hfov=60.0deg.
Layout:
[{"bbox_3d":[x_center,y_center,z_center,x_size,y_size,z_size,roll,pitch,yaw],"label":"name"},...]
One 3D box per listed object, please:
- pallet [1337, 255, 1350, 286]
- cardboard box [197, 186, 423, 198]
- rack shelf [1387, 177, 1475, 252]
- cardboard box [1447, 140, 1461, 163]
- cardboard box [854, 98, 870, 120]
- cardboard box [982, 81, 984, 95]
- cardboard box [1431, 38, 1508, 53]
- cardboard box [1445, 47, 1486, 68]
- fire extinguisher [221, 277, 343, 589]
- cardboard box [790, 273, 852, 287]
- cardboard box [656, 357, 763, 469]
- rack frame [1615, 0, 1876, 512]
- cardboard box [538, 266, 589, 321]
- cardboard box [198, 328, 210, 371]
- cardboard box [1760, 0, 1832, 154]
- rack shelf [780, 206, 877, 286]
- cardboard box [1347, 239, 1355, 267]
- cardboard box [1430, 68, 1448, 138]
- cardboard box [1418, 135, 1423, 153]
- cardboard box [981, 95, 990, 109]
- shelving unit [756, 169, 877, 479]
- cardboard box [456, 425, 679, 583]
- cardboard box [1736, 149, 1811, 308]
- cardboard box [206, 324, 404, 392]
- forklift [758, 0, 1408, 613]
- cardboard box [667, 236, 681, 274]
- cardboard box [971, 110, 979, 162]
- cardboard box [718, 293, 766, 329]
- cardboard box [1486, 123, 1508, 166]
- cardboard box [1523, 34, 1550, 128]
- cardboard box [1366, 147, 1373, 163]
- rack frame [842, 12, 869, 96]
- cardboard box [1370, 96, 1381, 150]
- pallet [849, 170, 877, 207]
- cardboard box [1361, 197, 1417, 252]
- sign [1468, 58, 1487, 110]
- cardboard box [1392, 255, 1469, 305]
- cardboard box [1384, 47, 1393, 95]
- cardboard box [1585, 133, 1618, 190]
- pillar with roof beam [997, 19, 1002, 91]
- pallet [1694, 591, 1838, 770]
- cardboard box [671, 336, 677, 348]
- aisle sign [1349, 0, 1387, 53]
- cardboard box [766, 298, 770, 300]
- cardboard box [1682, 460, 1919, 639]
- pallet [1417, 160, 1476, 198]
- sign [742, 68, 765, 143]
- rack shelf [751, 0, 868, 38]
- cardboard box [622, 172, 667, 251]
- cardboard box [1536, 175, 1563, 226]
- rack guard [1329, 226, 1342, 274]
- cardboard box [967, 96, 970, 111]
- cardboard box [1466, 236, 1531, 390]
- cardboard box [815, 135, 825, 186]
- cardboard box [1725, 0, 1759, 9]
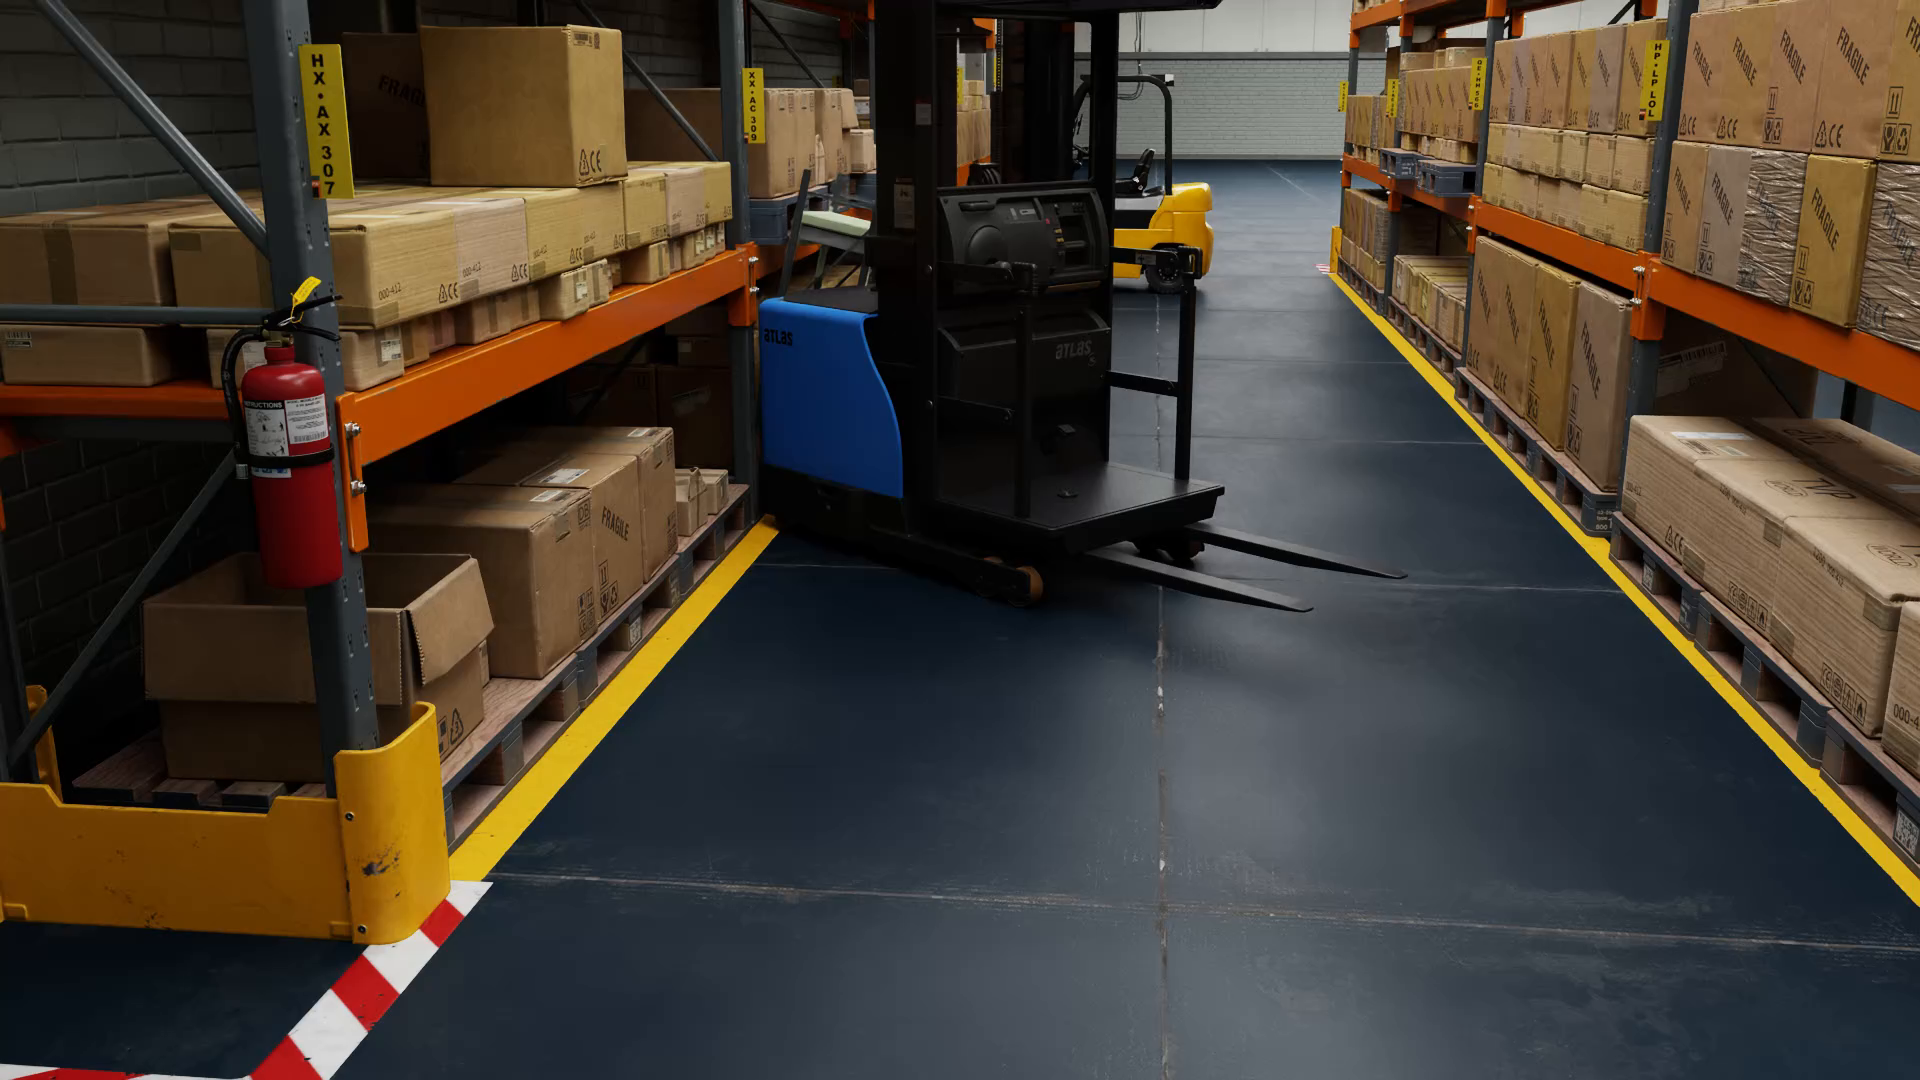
[{"bbox_3d":[4.683,-2.935,18.113,1.003,0.211,1.213,2,15,6],"label":"pallet"},{"bbox_3d":[-2.012,-0.966,5.207,0.500,0.250,0.500,2,15,8],"label":"cardboard box"},{"bbox_3d":[4.141,-2.607,12.936,1.077,0.370,4.000,2,15,6],"label":"rack shelf"},{"bbox_3d":[3.661,-2.747,11.753,0.380,0.149,0.250,2,15,6],"label":"cardboard box"},{"bbox_3d":[-0.689,-3.016,11.637,0.380,0.149,0.250,2,15,8],"label":"cardboard box"},{"bbox_3d":[0.055,-4.928,18.137,0.380,0.149,0.250,2,15,8],"label":"cardboard box"},{"bbox_3d":[4.632,-4.255,14.976,0.700,0.500,0.500,2,15,6],"label":"cardboard box"},{"bbox_3d":[3.820,-3.576,12.332,0.380,0.149,0.250,1,15,4],"label":"cardboard box"},{"bbox_3d":[-1.477,-0.237,3.655,0.296,0.674,0.183,2,15,6],"label":"fire extinguisher"},{"bbox_3d":[-0.895,-1.616,10.633,0.380,0.149,0.250,1,15,4],"label":"cardboard box"},{"bbox_3d":[-1.190,-0.658,8.335,0.500,0.500,0.500,2,15,9],"label":"cardboard box"},{"bbox_3d":[3.464,-1.398,7.087,1.000,3.000,0.127,2,15,6],"label":"rack frame"},{"bbox_3d":[-1.415,-0.795,5.336,0.380,0.149,0.250,1,15,5],"label":"cardboard box"},{"bbox_3d":[-2.059,-0.543,4.404,0.380,0.149,0.250,2,15,8],"label":"cardboard box"},{"bbox_3d":[3.037,-1.550,5.539,0.500,0.500,0.500,2,15,7],"label":"cardboard box"},{"bbox_3d":[-0.566,-1.420,8.217,0.431,0.370,0.720,15,13,5],"label":"rack shelf"},{"bbox_3d":[4.387,-3.053,17.669,0.500,0.250,0.500,2,15,8],"label":"cardboard box"},{"bbox_3d":[3.794,-3.222,12.264,0.500,0.500,0.500,1,15,2],"label":"cardboard box"},{"bbox_3d":[3.927,-3.215,13.482,0.380,0.149,0.250,2,15,7],"label":"cardboard box"},{"bbox_3d":[0.125,-4.852,18.425,0.380,0.149,0.250,2,15,7],"label":"cardboard box"},{"bbox_3d":[-0.654,-1.049,8.302,0.431,1.500,0.755,15,13,5],"label":"shelving unit"},{"bbox_3d":[-1.504,-0.148,6.446,0.700,0.500,0.500,1,15,4],"label":"cardboard box"},{"bbox_3d":[3.027,-1.073,5.694,0.500,0.500,0.500,2,15,7],"label":"cardboard box"},{"bbox_3d":[-1.610,-0.462,4.105,0.380,0.149,0.250,2,15,6],"label":"cardboard box"},{"bbox_3d":[0.427,-1.296,6.840,1.130,2.935,3.031,-14,20,-41],"label":"forklift"},{"bbox_3d":[-1.323,-1.129,6.571,0.380,0.149,0.250,2,15,8],"label":"cardboard box"},{"bbox_3d":[-0.080,-4.171,17.149,0.500,0.500,0.500,2,15,7],"label":"cardboard box"},{"bbox_3d":[-1.182,-1.150,8.341,0.380,0.149,0.250,1,15,4],"label":"cardboard box"},{"bbox_3d":[3.613,-2.481,10.419,0.500,0.250,0.500,2,15,6],"label":"cardboard box"},{"bbox_3d":[3.497,-2.583,9.362,0.500,0.500,0.500,2,15,8],"label":"cardboard box"},{"bbox_3d":[4.263,-3.841,16.602,0.380,0.149,0.250,2,15,7],"label":"cardboard box"},{"bbox_3d":[-0.566,-3.618,15.297,1.000,3.000,0.127,2,15,6],"label":"rack frame"},{"bbox_3d":[4.275,-4.056,16.154,0.500,0.500,0.500,2,15,8],"label":"cardboard box"},{"bbox_3d":[-1.024,-2.311,10.828,1.213,0.211,1.003,2,15,6],"label":"pallet"},{"bbox_3d":[4.279,-3.136,16.541,0.500,0.500,0.500,3,15,9],"label":"cardboard box"},{"bbox_3d":[3.375,-2.970,10.833,0.100,0.325,0.005,2,15,6],"label":"sign"},{"bbox_3d":[4.310,-2.271,14.545,0.950,0.372,0.625,2,15,7],"label":"cardboard box"},{"bbox_3d":[4.977,-5.046,17.901,0.700,0.500,0.500,1,15,5],"label":"cardboard box"},{"bbox_3d":[3.321,-1.819,7.971,0.500,0.250,0.500,2,15,8],"label":"cardboard box"},{"bbox_3d":[5.220,-11.940,34.577,9.100,9.000,0.400,2,15,6],"label":"pillar with roof beam"},{"bbox_3d":[3.165,0.460,5.557,1.003,0.211,1.213,2,15,6],"label":"pallet"},{"bbox_3d":[-1.670,-1.088,8.682,0.380,0.149,0.250,2,15,7],"label":"cardboard box"},{"bbox_3d":[4.517,-5.791,18.351,0.394,0.787,0.004,2,15,6],"label":"aisle sign"},{"bbox_3d":[-1.079,-1.278,9.385,0.380,0.149,0.250,2,15,8],"label":"cardboard box"},{"bbox_3d":[3.186,0.028,5.917,0.875,0.438,0.875,1,15,5],"label":"cardboard box"},{"bbox_3d":[3.890,-2.531,11.644,1.213,0.211,1.003,2,15,6],"label":"pallet"},{"bbox_3d":[-0.929,-1.947,7.459,0.100,0.325,0.005,2,15,6],"label":"sign"},{"bbox_3d":[-0.792,-4.200,13.081,1.077,0.370,4.000,2,15,6],"label":"rack shelf"},{"bbox_3d":[-1.395,-1.216,6.131,0.500,0.250,0.500,2,15,6],"label":"cardboard box"},{"bbox_3d":[3.452,-1.846,9.030,0.500,0.250,0.500,2,15,6],"label":"cardboard box"},{"bbox_3d":[4.809,-3.284,18.850,1.175,0.500,0.348,2,15,6],"label":"rack guard"},{"bbox_3d":[-0.107,-4.320,16.458,0.380,0.149,0.250,2,15,6],"label":"cardboard box"},{"bbox_3d":[3.755,-1.436,10.493,0.875,0.875,0.875,2,15,6],"label":"cardboard box"},{"bbox_3d":[-0.930,-2.030,8.877,0.396,0.266,0.258,2,15,9],"label":"cardboard box"},{"bbox_3d":[3.157,-2.101,6.337,0.380,0.149,0.250,2,15,7],"label":"cardboard box"}]
